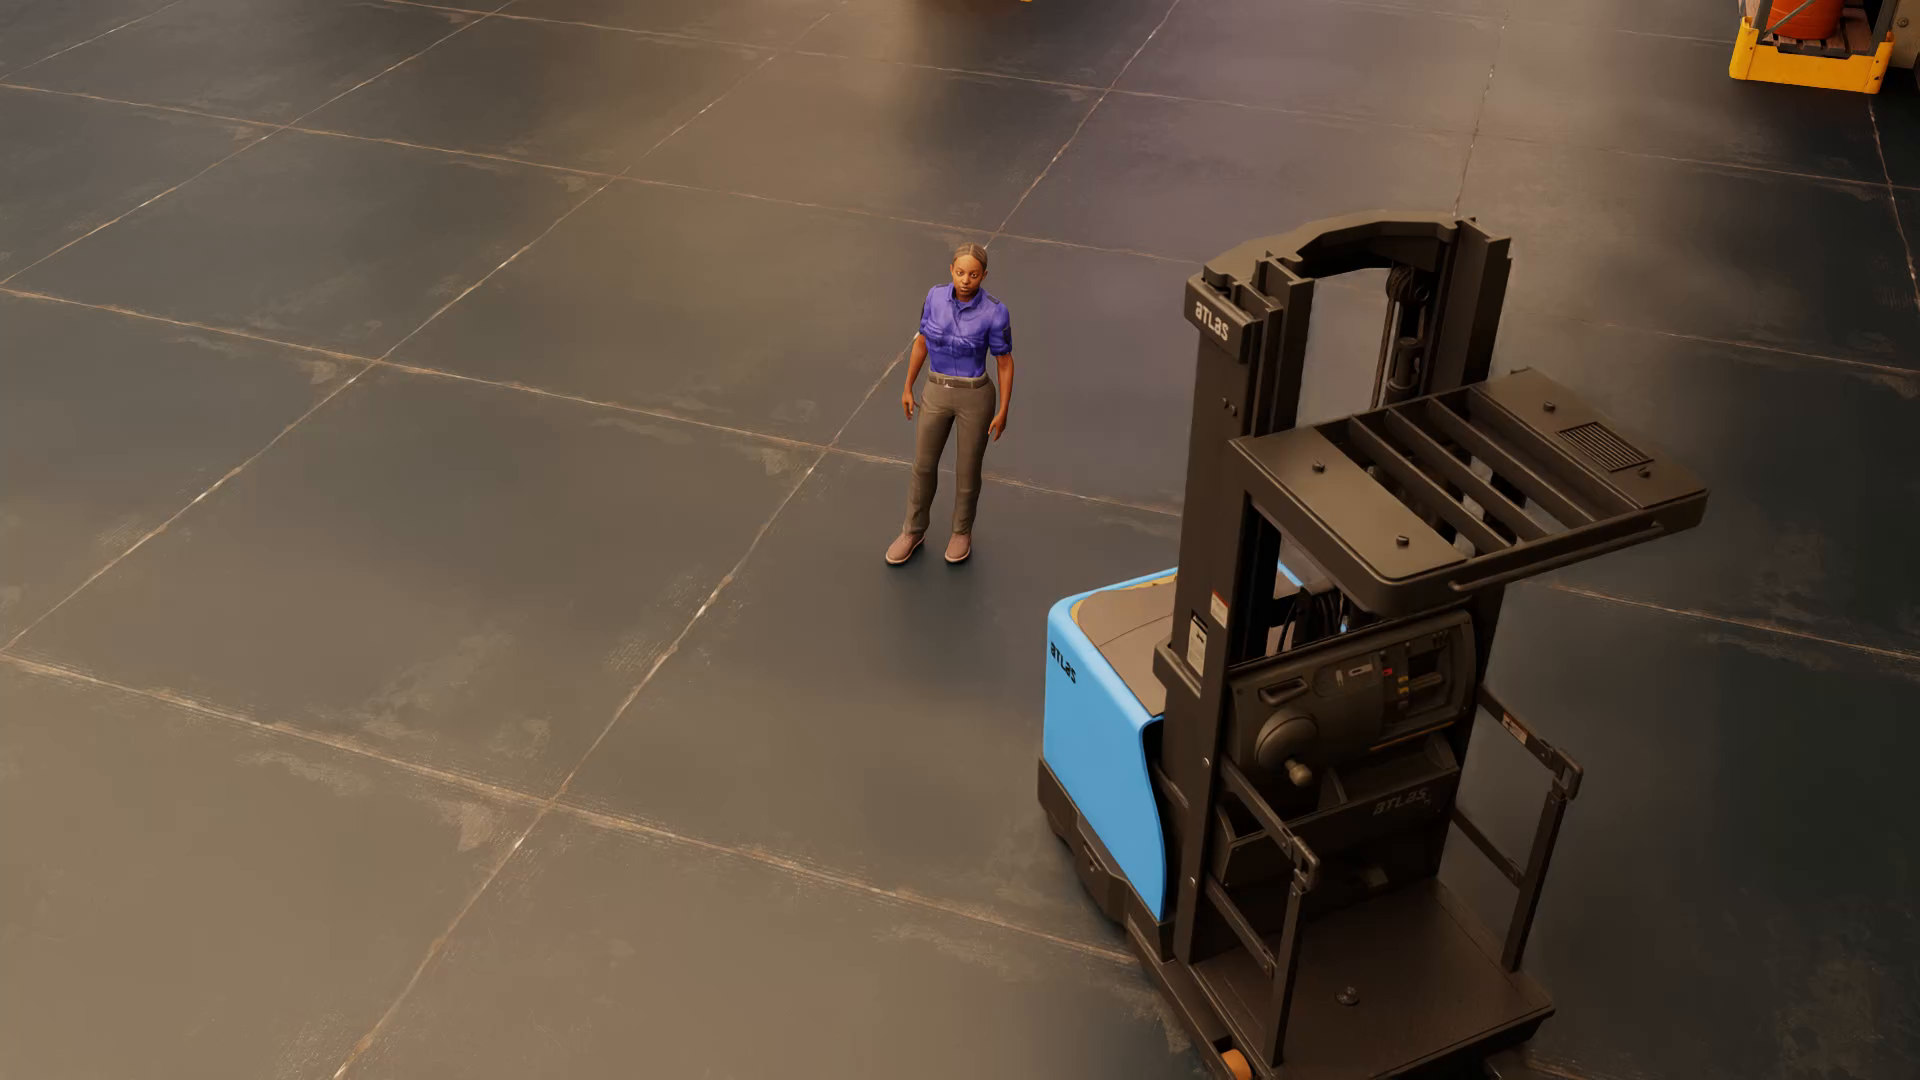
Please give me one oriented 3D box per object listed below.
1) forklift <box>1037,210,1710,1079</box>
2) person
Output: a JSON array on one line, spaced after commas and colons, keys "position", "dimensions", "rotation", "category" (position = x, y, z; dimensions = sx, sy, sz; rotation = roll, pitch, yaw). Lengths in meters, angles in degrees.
[{"position": [1.384, 0.586, 5.284], "dimensions": [1.130, 2.935, 3.031], "rotation": [-14, 38, -19], "category": "forklift"}, {"position": [-0.048, -0.637, 8.101], "dimensions": [0.569, 1.654, 0.504], "rotation": [12, 37, 16], "category": "person"}]
